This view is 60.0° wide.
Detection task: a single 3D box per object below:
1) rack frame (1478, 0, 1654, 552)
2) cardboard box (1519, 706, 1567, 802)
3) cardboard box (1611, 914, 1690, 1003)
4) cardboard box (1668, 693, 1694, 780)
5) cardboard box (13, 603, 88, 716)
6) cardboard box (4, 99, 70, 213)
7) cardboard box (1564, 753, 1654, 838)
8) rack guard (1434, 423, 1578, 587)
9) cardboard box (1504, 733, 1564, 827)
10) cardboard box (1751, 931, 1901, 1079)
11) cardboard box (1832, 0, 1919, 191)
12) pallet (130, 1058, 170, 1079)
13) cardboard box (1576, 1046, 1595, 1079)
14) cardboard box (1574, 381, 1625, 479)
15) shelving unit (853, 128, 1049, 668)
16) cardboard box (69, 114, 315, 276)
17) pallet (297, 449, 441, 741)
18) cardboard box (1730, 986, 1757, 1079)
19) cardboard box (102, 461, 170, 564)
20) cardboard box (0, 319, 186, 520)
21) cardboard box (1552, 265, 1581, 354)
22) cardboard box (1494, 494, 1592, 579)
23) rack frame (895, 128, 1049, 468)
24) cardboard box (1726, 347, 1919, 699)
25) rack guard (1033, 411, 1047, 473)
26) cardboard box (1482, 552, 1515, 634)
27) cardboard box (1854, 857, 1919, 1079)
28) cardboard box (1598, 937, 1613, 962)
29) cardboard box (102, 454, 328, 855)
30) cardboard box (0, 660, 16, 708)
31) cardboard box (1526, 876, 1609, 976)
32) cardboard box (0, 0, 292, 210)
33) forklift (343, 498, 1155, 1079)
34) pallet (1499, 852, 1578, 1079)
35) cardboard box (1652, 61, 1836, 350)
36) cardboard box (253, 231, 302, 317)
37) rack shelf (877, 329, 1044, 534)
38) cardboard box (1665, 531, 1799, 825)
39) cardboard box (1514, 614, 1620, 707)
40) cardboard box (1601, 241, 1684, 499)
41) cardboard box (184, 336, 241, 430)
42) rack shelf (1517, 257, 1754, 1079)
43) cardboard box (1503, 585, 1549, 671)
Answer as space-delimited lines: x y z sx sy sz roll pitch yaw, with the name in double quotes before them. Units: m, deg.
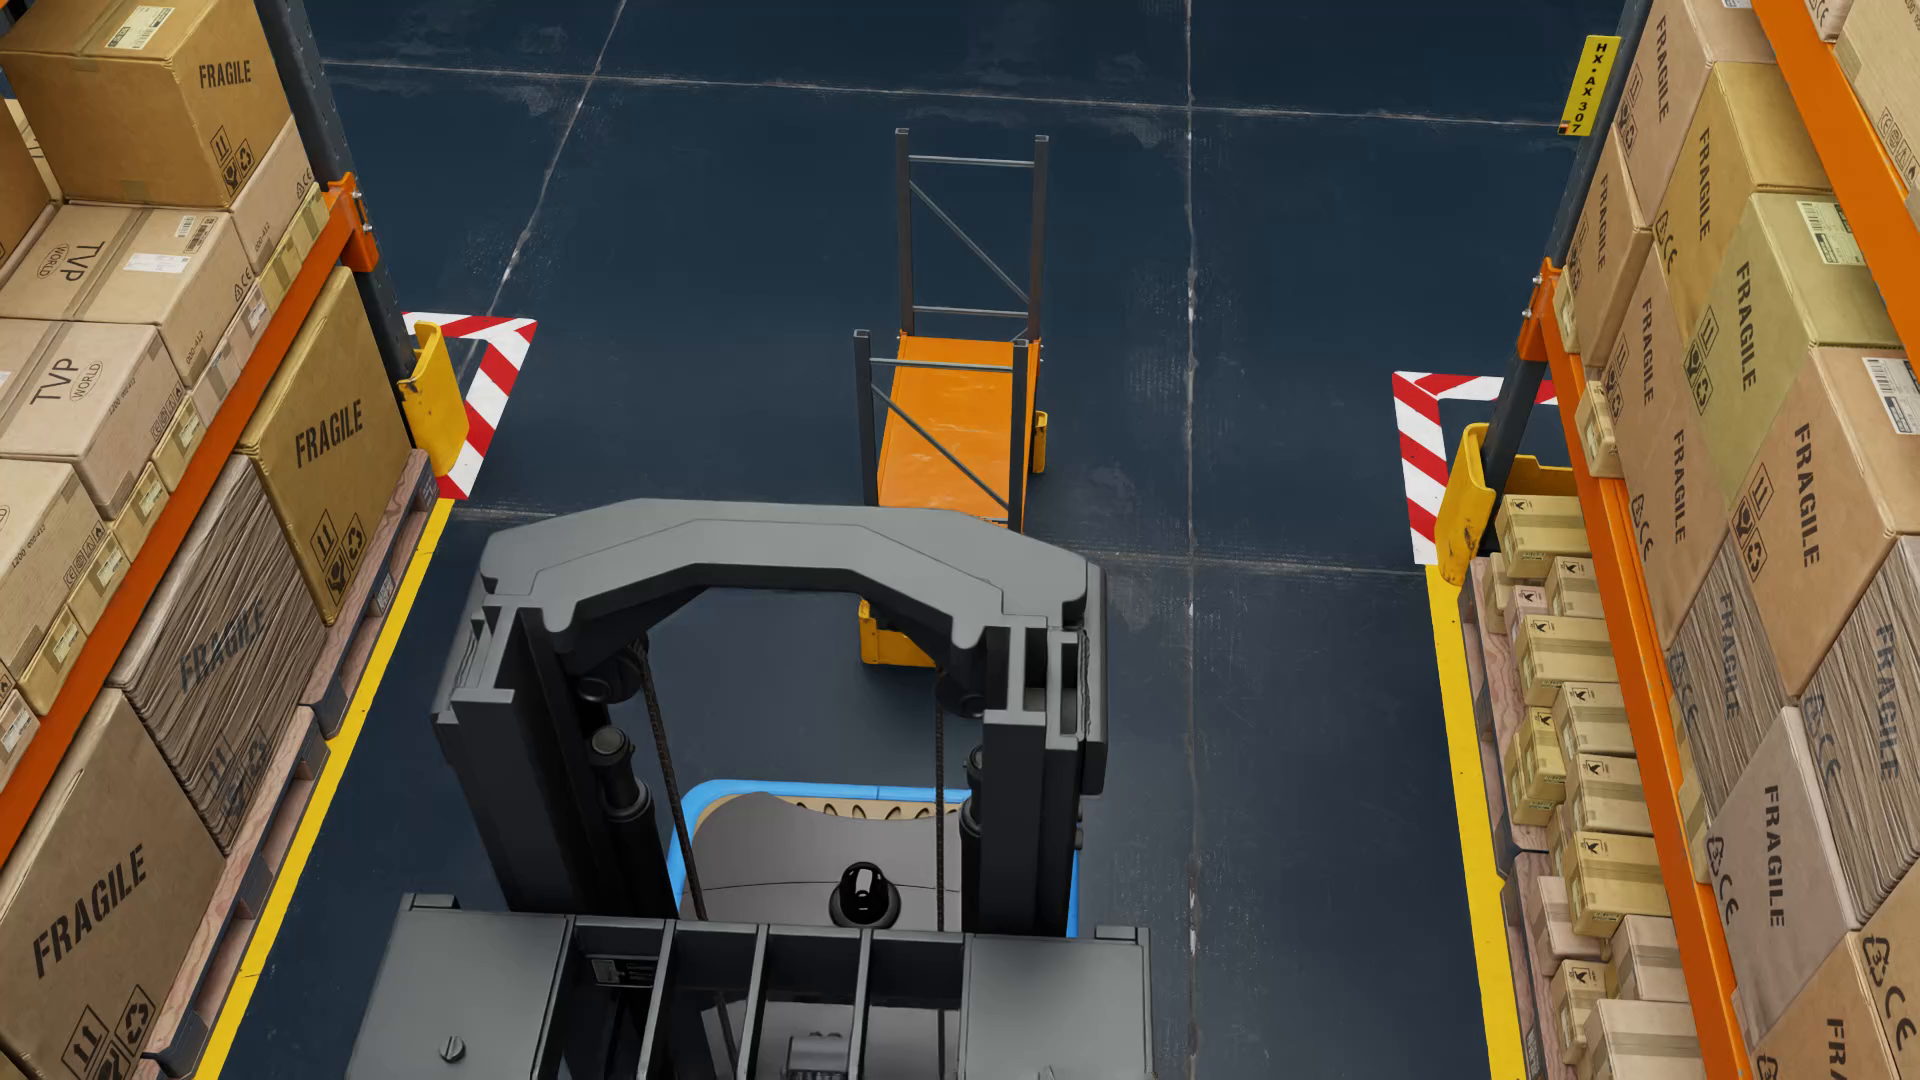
"rack frame" 2.371 -0.989 5.122 1.000 3.000 0.127 4 48 4
"cardboard box" 1.921 0.663 5.057 0.380 0.149 0.250 5 48 5
"cardboard box" 1.958 1.152 4.408 0.380 0.149 0.250 4 48 4
"cardboard box" 1.924 0.461 3.966 0.380 0.149 0.250 5 48 5
"cardboard box" -2.424 0.287 4.125 0.380 0.149 0.250 3 48 2
"cardboard box" -2.871 -1.112 5.135 0.500 0.250 0.500 3 48 2
"cardboard box" 1.955 0.771 4.756 0.380 0.149 0.250 6 48 5
"rack guard" 2.365 -0.090 5.993 1.175 0.500 0.348 4 48 4
"cardboard box" 1.914 0.756 5.173 0.380 0.149 0.250 4 48 4
"cardboard box" 1.818 1.060 2.978 0.500 0.500 0.500 3 48 2
"cardboard box" 1.990 -0.872 3.084 0.500 0.250 0.500 2 48 2
"pallet" -2.776 1.930 4.342 1.003 0.211 1.213 4 48 4
"cardboard box" 1.888 1.512 4.482 0.380 0.149 0.250 5 48 4
"cardboard box" 1.956 -0.305 4.666 0.380 0.149 0.250 3 48 2
"shelving unit" -0.007 -0.450 5.645 0.587 1.500 1.083 4 48 4
"cardboard box" -2.338 -1.073 5.099 0.500 0.250 0.500 3 48 3
"pallet" -2.554 0.137 5.982 1.003 0.211 1.213 4 48 4
"cardboard box" 1.842 1.031 3.445 0.380 0.149 0.250 2 48 2
"cardboard box" -2.378 -0.087 4.467 0.380 0.149 0.250 4 48 4
"cardboard box" -2.431 -0.326 4.416 0.500 0.250 0.500 2 48 2
"cardboard box" 2.016 -0.688 5.017 0.380 0.149 0.250 4 48 3
"cardboard box" 1.985 -0.007 5.468 0.380 0.149 0.250 2 48 2
"rack frame" 0.039 -0.817 5.981 0.500 1.500 0.032 4 48 4
"cardboard box" 1.914 -0.022 3.291 0.500 0.500 0.500 3 48 2
"rack guard" 0.038 -0.394 6.441 0.587 0.250 0.087 4 48 4
"cardboard box" 2.005 0.195 5.687 0.380 0.149 0.250 5 48 4
"cardboard box" 1.822 0.735 2.598 0.500 0.500 0.500 3 48 2
"cardboard box" 2.008 1.066 4.688 0.380 0.149 0.250 6 48 6
"cardboard box" -2.620 0.323 5.077 0.875 0.875 0.875 4 48 4
"cardboard box" -2.528 0.419 3.734 0.500 0.250 0.500 5 48 4
"cardboard box" 1.877 1.127 4.834 0.380 0.149 0.250 2 48 2
"cardboard box" -2.341 -1.324 4.820 0.500 0.500 0.500 4 48 4
"forklift" -0.284 1.450 2.938 1.130 2.935 3.031 2 48 2
"pallet" 2.142 1.496 4.738 1.003 0.211 1.213 4 48 4
"cardboard box" 2.027 -0.778 3.981 0.500 0.500 0.500 5 48 5
"cardboard box" -2.285 -0.837 5.153 0.380 0.149 0.250 4 48 4
"rack shelf" -0.008 -0.322 5.772 0.538 0.185 1.000 4 48 4
"cardboard box" 1.934 0.317 3.658 0.500 0.500 0.500 3 48 3
"cardboard box" 1.930 0.380 5.114 0.380 0.149 0.250 4 48 3
"cardboard box" 2.032 -0.417 4.329 0.500 0.500 0.500 4 48 4
"cardboard box" -2.333 -0.469 4.816 0.380 0.149 0.250 5 48 4
"rack shelf" 2.189 0.723 4.043 1.077 0.370 4.000 4 48 4
"cardboard box" 1.987 0.296 5.392 0.380 0.149 0.250 4 48 3
